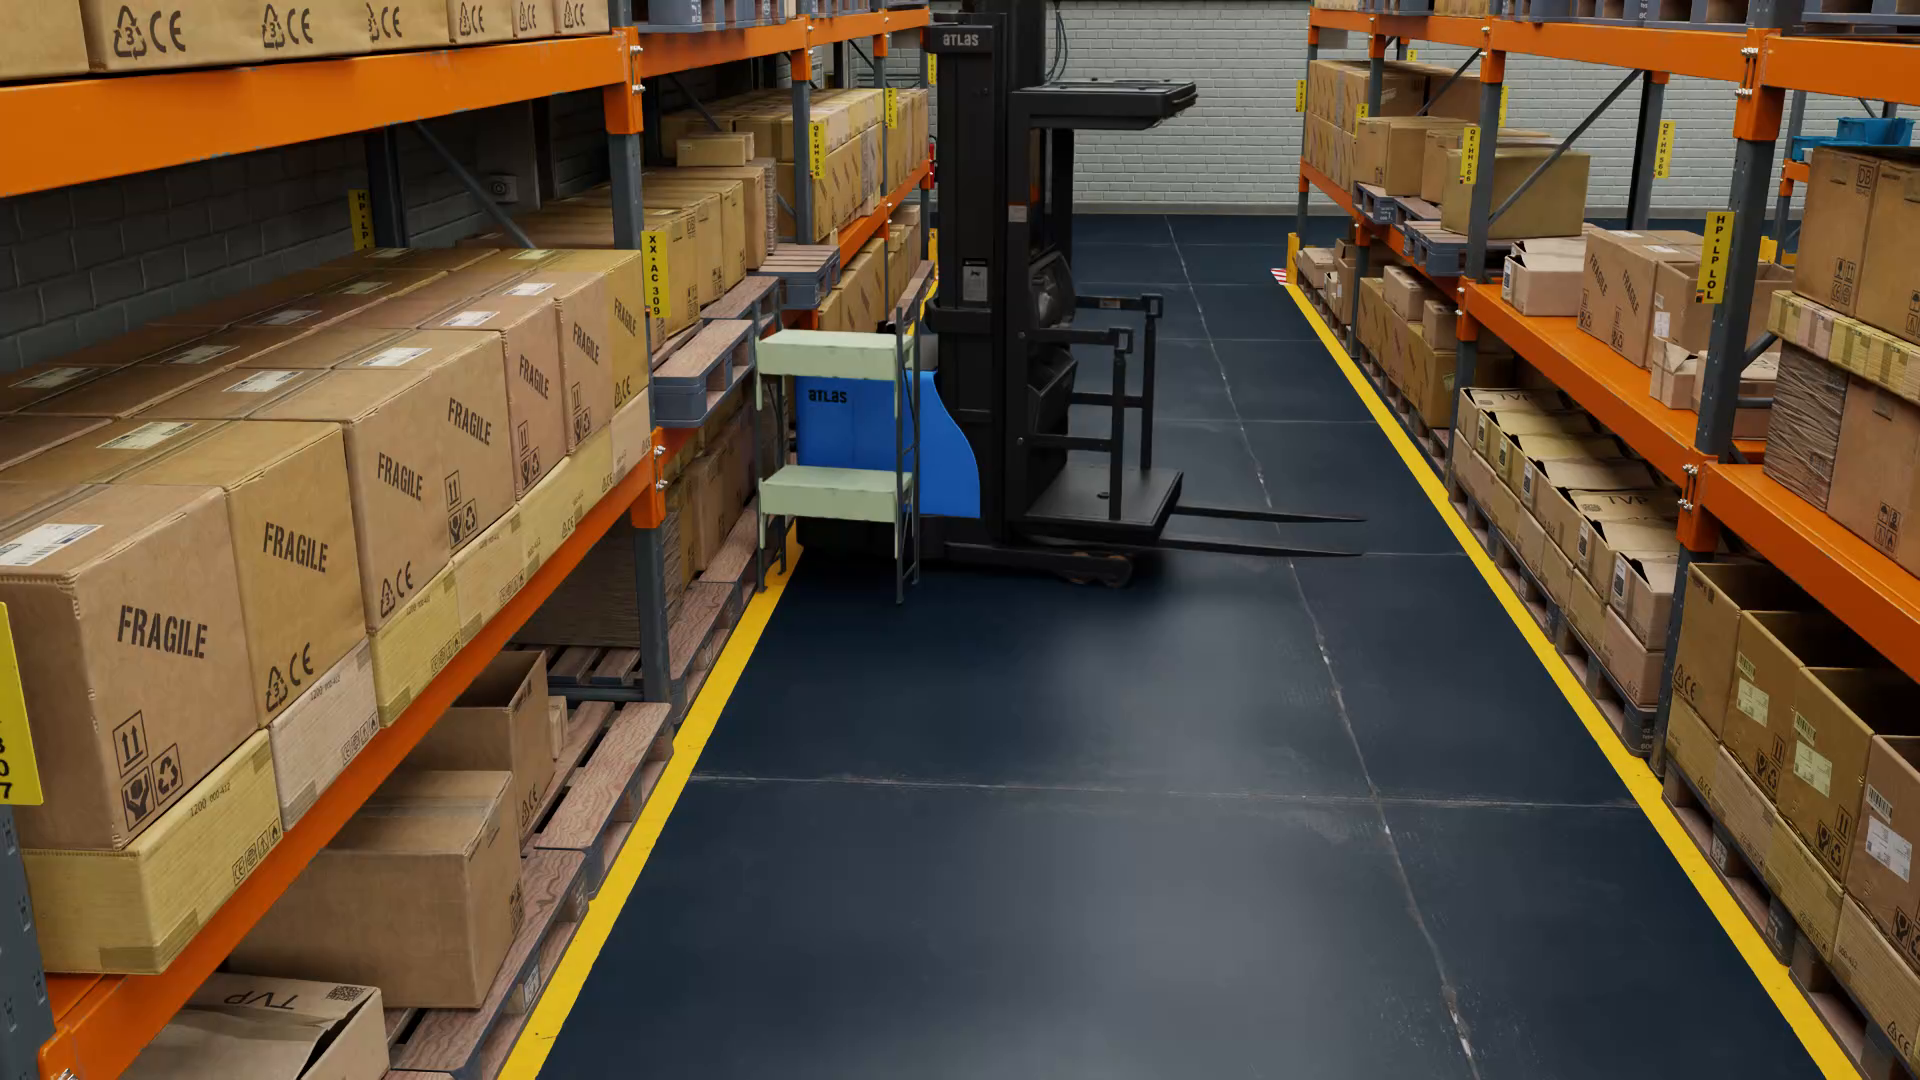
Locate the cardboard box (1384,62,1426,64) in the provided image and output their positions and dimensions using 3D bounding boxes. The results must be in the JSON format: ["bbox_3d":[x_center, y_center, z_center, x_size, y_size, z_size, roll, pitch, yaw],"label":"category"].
[{"bbox_3d":[4.317,-4.437,16.381,0.500,0.500,0.500,2,18,5],"label":"cardboard box"}]

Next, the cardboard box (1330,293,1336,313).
[{"bbox_3d":[3.548,-2.129,14.975,0.380,0.149,0.250,1,18,4],"label":"cardboard box"}]

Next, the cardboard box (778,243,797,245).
[{"bbox_3d":[-1.151,-1.828,10.555,0.380,0.149,0.250,1,18,3],"label":"cardboard box"}]

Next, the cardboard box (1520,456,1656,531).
[{"bbox_3d":[3.101,-0.253,8.219,0.500,0.311,0.500,1,18,3],"label":"cardboard box"}]

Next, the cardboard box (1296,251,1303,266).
[{"bbox_3d":[3.737,-2.948,17.474,0.380,0.149,0.250,1,18,4],"label":"cardboard box"}]

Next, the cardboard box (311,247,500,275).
[{"bbox_3d":[-1.934,-0.752,5.904,0.500,0.500,0.500,1,18,3],"label":"cardboard box"}]

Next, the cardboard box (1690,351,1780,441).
[{"bbox_3d":[3.241,-0.572,6.591,0.500,0.250,0.500,2,18,7],"label":"cardboard box"}]

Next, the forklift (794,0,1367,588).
[{"bbox_3d":[0.675,-1.329,8.771,3.031,2.935,1.130,5,19,14],"label":"forklift"}]

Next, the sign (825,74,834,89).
[{"bbox_3d":[-1.385,-4.789,17.702,0.100,0.325,0.005,1,18,4],"label":"sign"}]

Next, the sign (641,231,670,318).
[{"bbox_3d":[-1.150,-1.000,6.267,0.100,0.325,0.005,1,18,4],"label":"sign"}]

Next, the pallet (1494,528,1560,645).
[{"bbox_3d":[3.348,0.227,8.393,1.003,0.211,1.213,1,18,4],"label":"pallet"}]

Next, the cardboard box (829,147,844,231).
[{"bbox_3d":[-1.068,-2.347,11.097,0.500,0.500,0.500,2,18,6],"label":"cardboard box"}]

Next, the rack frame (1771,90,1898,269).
[{"bbox_3d":[9.050,-4.104,17.131,1.000,3.000,0.127,1,18,4],"label":"rack frame"}]

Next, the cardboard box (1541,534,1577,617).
[{"bbox_3d":[3.064,0.167,7.838,0.500,0.250,0.500,2,18,5],"label":"cardboard box"}]

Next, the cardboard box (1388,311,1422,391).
[{"bbox_3d":[3.438,-1.372,12.101,0.500,0.500,0.500,1,18,2],"label":"cardboard box"}]

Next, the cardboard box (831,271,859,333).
[{"bbox_3d":[-1.152,-1.516,12.010,0.750,0.750,0.750,1,18,4],"label":"cardboard box"}]

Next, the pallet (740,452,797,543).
[{"bbox_3d":[-1.463,-0.273,9.917,1.003,0.211,1.213,1,18,4],"label":"pallet"}]

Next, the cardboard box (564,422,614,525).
[{"bbox_3d":[-1.467,-0.228,5.511,0.500,0.250,0.500,1,18,4],"label":"cardboard box"}]

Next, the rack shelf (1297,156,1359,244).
[{"bbox_3d":[3.966,-3.253,15.688,1.077,0.370,4.000,1,18,4],"label":"rack shelf"}]

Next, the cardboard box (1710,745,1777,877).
[{"bbox_3d":[2.873,0.911,5.568,0.500,0.250,0.500,1,18,4],"label":"cardboard box"}]

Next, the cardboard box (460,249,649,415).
[{"bbox_3d":[-1.417,-0.739,5.866,0.500,0.500,0.500,1,18,4],"label":"cardboard box"}]

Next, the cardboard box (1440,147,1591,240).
[{"bbox_3d":[3.469,-2.176,10.413,0.700,0.500,0.500,-5,19,-15],"label":"cardboard box"}]

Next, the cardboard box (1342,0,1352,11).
[{"bbox_3d":[3.666,-4.795,14.664,0.500,0.250,0.500,1,18,4],"label":"cardboard box"}]

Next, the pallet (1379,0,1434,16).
[{"bbox_3d":[3.635,-3.787,11.646,1.213,0.211,1.003,1,18,4],"label":"pallet"}]

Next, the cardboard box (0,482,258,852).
[{"bbox_3d":[-1.645,0.208,2.976,0.500,0.500,0.500,1,18,4],"label":"cardboard box"}]

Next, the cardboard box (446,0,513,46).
[{"bbox_3d":[-1.532,-1.589,4.444,0.500,0.500,0.500,1,18,2],"label":"cardboard box"}]

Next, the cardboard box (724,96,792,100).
[{"bbox_3d":[-1.473,-3.182,12.443,0.500,0.250,0.500,1,18,2],"label":"cardboard box"}]

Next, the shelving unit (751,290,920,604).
[{"bbox_3d":[-0.617,-0.477,8.444,0.755,1.500,0.431,4,17,11],"label":"shelving unit"}]

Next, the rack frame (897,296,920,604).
[{"bbox_3d":[-0.259,-0.452,8.371,0.023,1.500,0.400,4,17,11],"label":"rack frame"}]

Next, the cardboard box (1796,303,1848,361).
[{"bbox_3d":[3.019,-0.688,5.502,0.380,0.149,0.250,2,18,5],"label":"cardboard box"}]

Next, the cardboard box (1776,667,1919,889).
[{"bbox_3d":[2.832,0.709,4.978,0.500,0.500,0.500,1,18,4],"label":"cardboard box"}]

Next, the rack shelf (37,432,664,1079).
[{"bbox_3d":[-1.835,0.365,4.648,1.077,0.370,4.000,1,18,4],"label":"rack shelf"}]

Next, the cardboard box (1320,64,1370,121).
[{"bbox_3d":[3.744,-4.289,15.928,0.500,0.500,0.500,2,18,5],"label":"cardboard box"}]

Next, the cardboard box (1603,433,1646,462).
[{"bbox_3d":[3.674,-0.404,8.680,0.500,0.311,0.500,1,18,4],"label":"cardboard box"}]

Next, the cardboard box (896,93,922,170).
[{"bbox_3d":[-0.899,-4.083,16.585,0.980,0.700,0.700,1,18,3],"label":"cardboard box"}]

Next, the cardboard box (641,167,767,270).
[{"bbox_3d":[-1.442,-1.777,9.161,0.700,0.500,0.500,0,18,-1],"label":"cardboard box"}]

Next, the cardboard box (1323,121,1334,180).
[{"bbox_3d":[3.707,-3.660,15.615,0.500,0.500,0.500,2,18,5],"label":"cardboard box"}]

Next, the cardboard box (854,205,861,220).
[{"bbox_3d":[-0.962,-2.546,12.746,0.380,0.149,0.250,1,18,4],"label":"cardboard box"}]

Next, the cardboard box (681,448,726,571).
[{"bbox_3d":[-1.592,-0.168,8.425,0.700,0.500,0.500,1,18,5],"label":"cardboard box"}]

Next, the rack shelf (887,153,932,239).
[{"bbox_3d":[-0.975,-3.362,16.022,1.077,0.370,4.000,1,18,4],"label":"rack shelf"}]

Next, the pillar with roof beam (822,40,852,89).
[{"bbox_3d":[2.793,-7.938,19.197,9.100,9.000,0.400,1,18,4],"label":"pillar with roof beam"}]

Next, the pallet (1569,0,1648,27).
[{"bbox_3d":[3.499,-2.507,7.742,1.003,0.211,1.213,2,18,6],"label":"pallet"}]

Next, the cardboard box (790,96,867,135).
[{"bbox_3d":[-0.980,-3.170,12.405,0.500,0.250,0.500,2,18,5],"label":"cardboard box"}]

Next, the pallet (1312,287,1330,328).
[{"bbox_3d":[3.958,-2.242,15.925,1.003,0.211,1.213,1,18,4],"label":"pallet"}]

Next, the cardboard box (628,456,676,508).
[{"bbox_3d":[-1.628,-0.342,7.752,0.500,0.250,0.500,1,18,3],"label":"cardboard box"}]

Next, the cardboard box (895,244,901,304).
[{"bbox_3d":[-0.923,-2.481,15.516,0.700,0.500,0.500,1,18,3],"label":"cardboard box"}]

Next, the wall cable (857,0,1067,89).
[{"bbox_3d":[-0.070,-7.449,22.692,3.097,2.526,0.112,1,18,4],"label":"wall cable"}]

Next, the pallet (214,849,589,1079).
[{"bbox_3d":[-1.790,1.316,5.068,1.003,0.211,1.213,1,18,4],"label":"pallet"}]

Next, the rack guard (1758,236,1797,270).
[{"bbox_3d":[9.039,-2.924,17.544,1.175,0.500,0.348,1,18,4],"label":"rack guard"}]

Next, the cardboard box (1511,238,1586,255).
[{"bbox_3d":[3.466,-1.577,9.561,0.500,0.311,0.500,2,18,7],"label":"cardboard box"}]

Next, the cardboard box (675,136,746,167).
[{"bbox_3d":[-1.408,-2.197,9.403,0.380,0.149,0.250,-2,18,-5],"label":"cardboard box"}]

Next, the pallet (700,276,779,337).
[{"bbox_3d":[-1.506,-1.134,8.374,1.003,0.211,1.213,1,18,4],"label":"pallet"}]

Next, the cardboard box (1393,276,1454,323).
[{"bbox_3d":[3.438,-1.740,12.019,0.500,0.250,0.500,1,18,3],"label":"cardboard box"}]
